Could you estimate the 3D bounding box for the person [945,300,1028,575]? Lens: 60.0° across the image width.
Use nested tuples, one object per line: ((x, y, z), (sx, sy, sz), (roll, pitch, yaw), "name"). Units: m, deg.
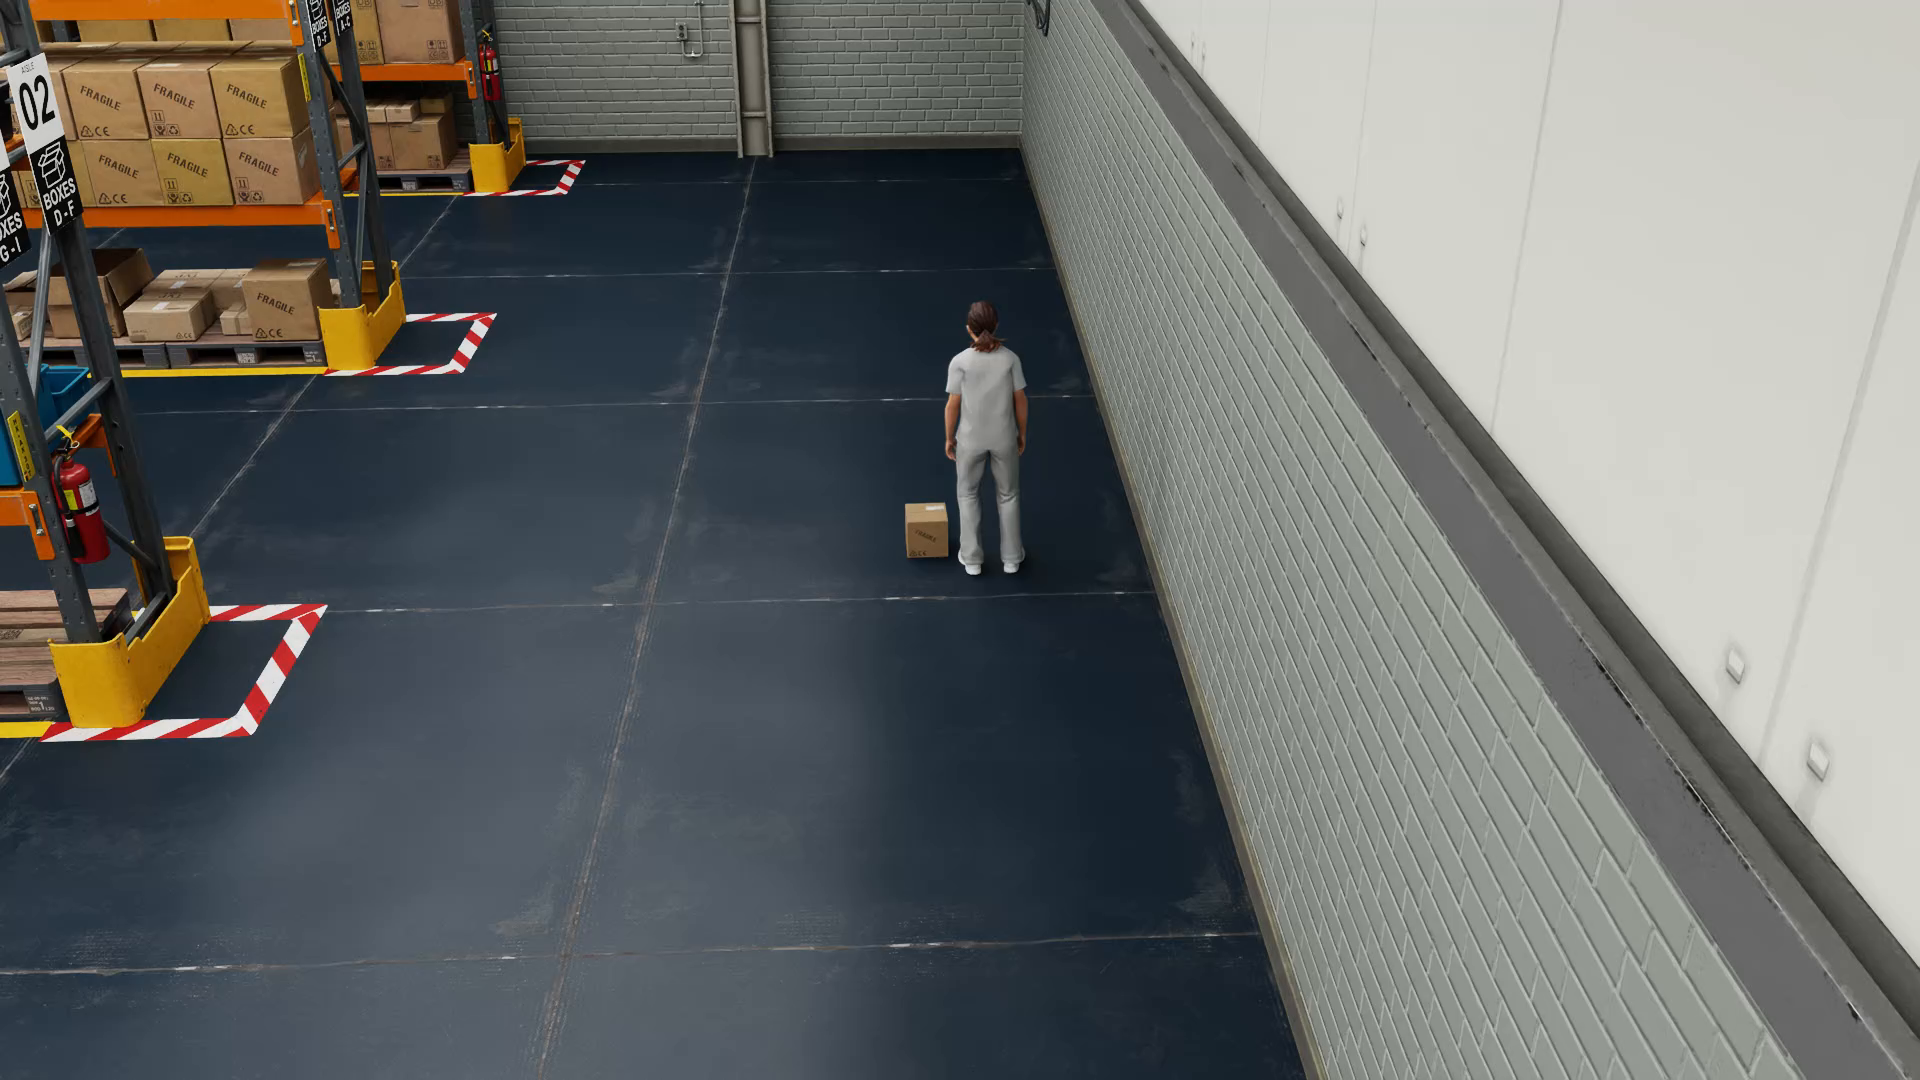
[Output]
((0.159, -0.584, 9.737), (0.507, 1.671, 0.358), (-3, 28, -6), "person")
